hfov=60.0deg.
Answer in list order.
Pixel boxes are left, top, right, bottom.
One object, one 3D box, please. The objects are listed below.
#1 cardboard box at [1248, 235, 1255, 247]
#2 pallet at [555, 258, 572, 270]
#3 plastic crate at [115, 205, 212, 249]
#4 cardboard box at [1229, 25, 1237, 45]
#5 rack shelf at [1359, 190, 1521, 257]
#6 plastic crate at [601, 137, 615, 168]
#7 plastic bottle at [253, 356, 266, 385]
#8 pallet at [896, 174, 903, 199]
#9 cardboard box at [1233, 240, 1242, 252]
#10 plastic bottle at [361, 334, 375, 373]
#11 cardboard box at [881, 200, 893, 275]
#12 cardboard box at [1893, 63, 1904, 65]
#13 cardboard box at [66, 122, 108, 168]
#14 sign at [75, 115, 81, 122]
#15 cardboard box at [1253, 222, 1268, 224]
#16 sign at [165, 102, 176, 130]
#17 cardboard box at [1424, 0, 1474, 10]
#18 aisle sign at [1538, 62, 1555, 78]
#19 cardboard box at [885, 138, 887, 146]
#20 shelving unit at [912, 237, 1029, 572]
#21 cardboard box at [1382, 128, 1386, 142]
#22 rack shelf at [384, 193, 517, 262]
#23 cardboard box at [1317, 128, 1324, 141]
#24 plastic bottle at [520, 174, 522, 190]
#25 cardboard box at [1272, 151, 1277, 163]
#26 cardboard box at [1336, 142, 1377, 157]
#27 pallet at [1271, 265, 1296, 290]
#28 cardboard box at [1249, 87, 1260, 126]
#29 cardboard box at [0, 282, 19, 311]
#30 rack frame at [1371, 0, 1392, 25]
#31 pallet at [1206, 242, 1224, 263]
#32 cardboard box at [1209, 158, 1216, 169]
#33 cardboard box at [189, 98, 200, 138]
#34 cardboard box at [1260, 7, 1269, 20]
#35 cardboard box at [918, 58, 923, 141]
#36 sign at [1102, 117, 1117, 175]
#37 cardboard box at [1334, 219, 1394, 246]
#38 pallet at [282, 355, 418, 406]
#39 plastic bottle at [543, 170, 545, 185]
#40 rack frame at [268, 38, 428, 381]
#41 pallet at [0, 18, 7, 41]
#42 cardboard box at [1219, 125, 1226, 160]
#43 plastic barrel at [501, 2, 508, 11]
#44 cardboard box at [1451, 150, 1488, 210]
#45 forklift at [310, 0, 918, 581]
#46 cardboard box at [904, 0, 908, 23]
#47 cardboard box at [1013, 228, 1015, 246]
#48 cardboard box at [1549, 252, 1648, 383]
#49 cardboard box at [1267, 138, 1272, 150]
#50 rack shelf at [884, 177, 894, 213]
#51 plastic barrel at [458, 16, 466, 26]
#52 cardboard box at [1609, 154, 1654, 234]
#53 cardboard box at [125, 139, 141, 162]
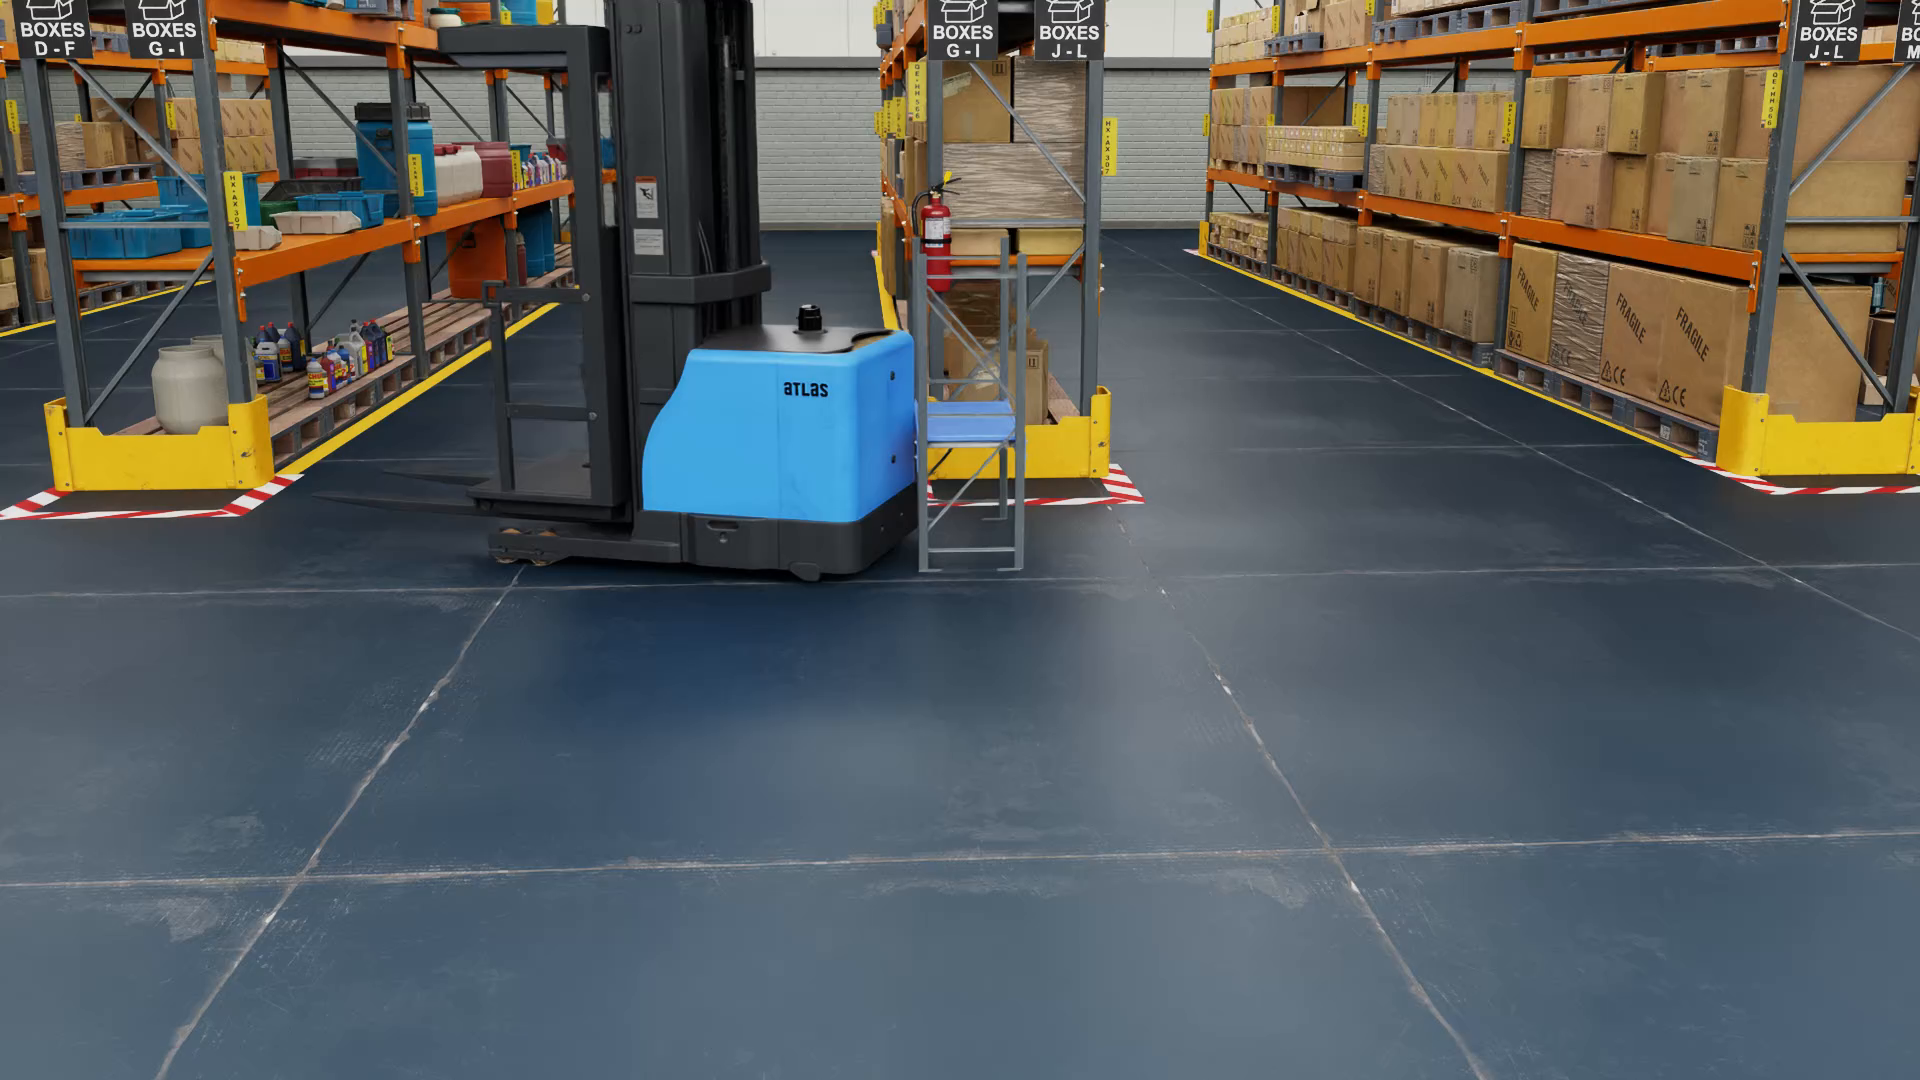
[{"bbox_3d":[4.126,-4.053,22.540,0.380,0.149,0.250,-1,14,-5],"label":"cardboard box"},{"bbox_3d":[-5.458,-3.583,22.029,1.003,0.211,1.213,-1,14,-3],"label":"pallet"},{"bbox_3d":[-4.995,-1.976,10.486,0.499,0.251,0.408,-1,14,-3],"label":"plastic crate"},{"bbox_3d":[4.099,-7.127,23.486,0.500,0.250,0.500,-1,14,-3],"label":"cardboard box"},{"bbox_3d":[4.898,-3.039,15.760,1.077,0.370,4.000,-1,14,-3],"label":"rack shelf"},{"bbox_3d":[-5.415,-5.712,24.515,0.616,0.435,0.499,-1,14,-3],"label":"plastic crate"},{"bbox_3d":[-5.075,-1.226,12.005,0.097,0.201,0.097,0,14,0],"label":"plastic bottle"},{"bbox_3d":[-0.032,-3.564,16.745,1.213,0.211,1.003,-1,14,-3],"label":"pallet"},{"bbox_3d":[4.100,-4.177,23.619,0.380,0.149,0.250,-1,14,-3],"label":"cardboard box"},{"bbox_3d":[-4.487,-1.416,12.578,0.061,0.283,0.133,0,14,0],"label":"plastic bottle"},{"bbox_3d":[-0.315,-3.621,20.001,1.225,0.875,0.875,-1,14,-5],"label":"cardboard box"},{"bbox_3d":[13.932,-7.044,24.367,0.380,0.149,0.250,-1,14,-4],"label":"cardboard box"},{"bbox_3d":[-10.147,-4.489,18.911,0.700,0.500,0.500,-5,15,-18],"label":"cardboard box"},{"bbox_3d":[-10.859,-5.085,20.531,0.100,0.325,0.005,-1,14,-3],"label":"sign"},{"bbox_3d":[4.228,-4.265,22.767,0.380,0.149,0.250,0,14,-2],"label":"cardboard box"},{"bbox_3d":[-9.764,-5.246,20.572,0.100,0.325,0.005,-1,14,-3],"label":"sign"},{"bbox_3d":[4.662,-5.110,15.483,0.500,0.311,0.500,-1,14,-4],"label":"cardboard box"},{"bbox_3d":[8.919,-7.248,25.459,0.394,0.787,0.004,-1,14,-3],"label":"aisle sign"},{"bbox_3d":[-0.726,-5.373,21.587,0.500,0.500,0.500,0,14,-2],"label":"cardboard box"},{"bbox_3d":[0.029,-0.705,8.257,0.538,1.500,1.048,-1,14,-3],"label":"shelving unit"},{"bbox_3d":[4.909,-4.500,18.464,0.380,0.149,0.250,-1,14,-4],"label":"cardboard box"},{"bbox_3d":[-5.002,-2.911,15.263,1.077,0.370,4.000,-1,14,-3],"label":"rack shelf"},{"bbox_3d":[4.236,-4.563,18.709,0.380,0.149,0.250,0,14,-2],"label":"cardboard box"},{"bbox_3d":[-4.822,-3.962,18.138,0.061,0.283,0.133,-1,14,-3],"label":"plastic bottle"},{"bbox_3d":[4.114,-4.787,20.773,0.380,0.149,0.250,-1,14,-3],"label":"cardboard box"},{"bbox_3d":[4.289,-4.226,17.996,0.380,0.149,0.250,-1,14,-2],"label":"cardboard box"},{"bbox_3d":[4.576,-3.335,21.065,1.003,0.211,1.213,-1,14,-3],"label":"pallet"},{"bbox_3d":[4.190,-5.797,22.233,0.500,0.500,0.500,-1,14,-5],"label":"cardboard box"},{"bbox_3d":[-9.794,-2.426,16.609,0.500,0.250,0.500,-1,14,-2],"label":"cardboard box"},{"bbox_3d":[4.774,-6.790,16.856,1.000,3.000,0.127,-1,14,-3],"label":"rack frame"},{"bbox_3d":[4.298,-4.302,24.823,1.003,0.211,1.213,-1,14,-3],"label":"pallet"},{"bbox_3d":[3.971,-5.667,25.035,0.380,0.149,0.250,-1,14,-4],"label":"cardboard box"},{"bbox_3d":[-10.099,-5.458,21.513,0.500,0.500,0.500,-1,14,-5],"label":"cardboard box"},{"bbox_3d":[4.150,-6.894,21.777,0.380,0.149,0.250,-1,14,-4],"label":"cardboard box"},{"bbox_3d":[-0.005,-2.777,10.497,0.500,0.500,0.500,-1,14,-3],"label":"cardboard box"},{"bbox_3d":[0.854,-2.271,9.596,0.100,0.325,0.005,-1,14,-3],"label":"sign"},{"bbox_3d":[4.470,-3.406,18.415,0.500,0.250,0.500,-1,14,-5],"label":"cardboard box"},{"bbox_3d":[-4.878,-1.244,12.936,1.003,0.211,1.213,-1,14,-3],"label":"pallet"},{"bbox_3d":[-4.930,-4.284,19.555,0.097,0.201,0.097,0,14,0],"label":"plastic bottle"},{"bbox_3d":[-4.878,-2.762,13.240,1.000,3.000,0.127,-1,14,-3],"label":"rack frame"},{"bbox_3d":[-9.939,-4.875,15.812,1.213,0.211,1.003,0,14,-1],"label":"pallet"},{"bbox_3d":[4.089,-5.818,24.321,0.500,0.500,0.500,-1,14,-3],"label":"cardboard box"},{"bbox_3d":[-4.962,-5.604,17.738,0.294,0.245,0.294,0,14,0],"label":"plastic barrel"},{"bbox_3d":[4.691,-3.189,14.701,0.500,0.500,0.500,-1,14,-4],"label":"cardboard box"},{"bbox_3d":[-1.790,-1.413,8.137,3.031,2.935,1.130,4,15,15],"label":"forklift"},{"bbox_3d":[-0.163,-4.102,12.732,0.500,0.250,0.500,-1,15,-6],"label":"cardboard box"},{"bbox_3d":[0.536,-1.921,10.477,0.380,0.149,0.250,-1,14,-3],"label":"cardboard box"},{"bbox_3d":[5.051,-1.682,12.466,0.875,0.875,0.875,-1,14,-3],"label":"cardboard box"},{"bbox_3d":[4.091,-5.000,21.004,0.380,0.149,0.250,-1,14,-3],"label":"cardboard box"},{"bbox_3d":[-0.307,-3.982,19.427,1.077,0.370,4.000,-1,14,-3],"label":"rack shelf"},{"bbox_3d":[-5.060,-5.073,16.516,0.294,0.245,0.294,0,14,0],"label":"plastic barrel"},{"bbox_3d":[5.162,-2.468,11.797,0.875,0.550,0.500,-1,14,-3],"label":"cardboard box"},{"bbox_3d":[-10.605,-4.845,21.135,0.500,0.500,0.500,-1,14,-3],"label":"cardboard box"}]
